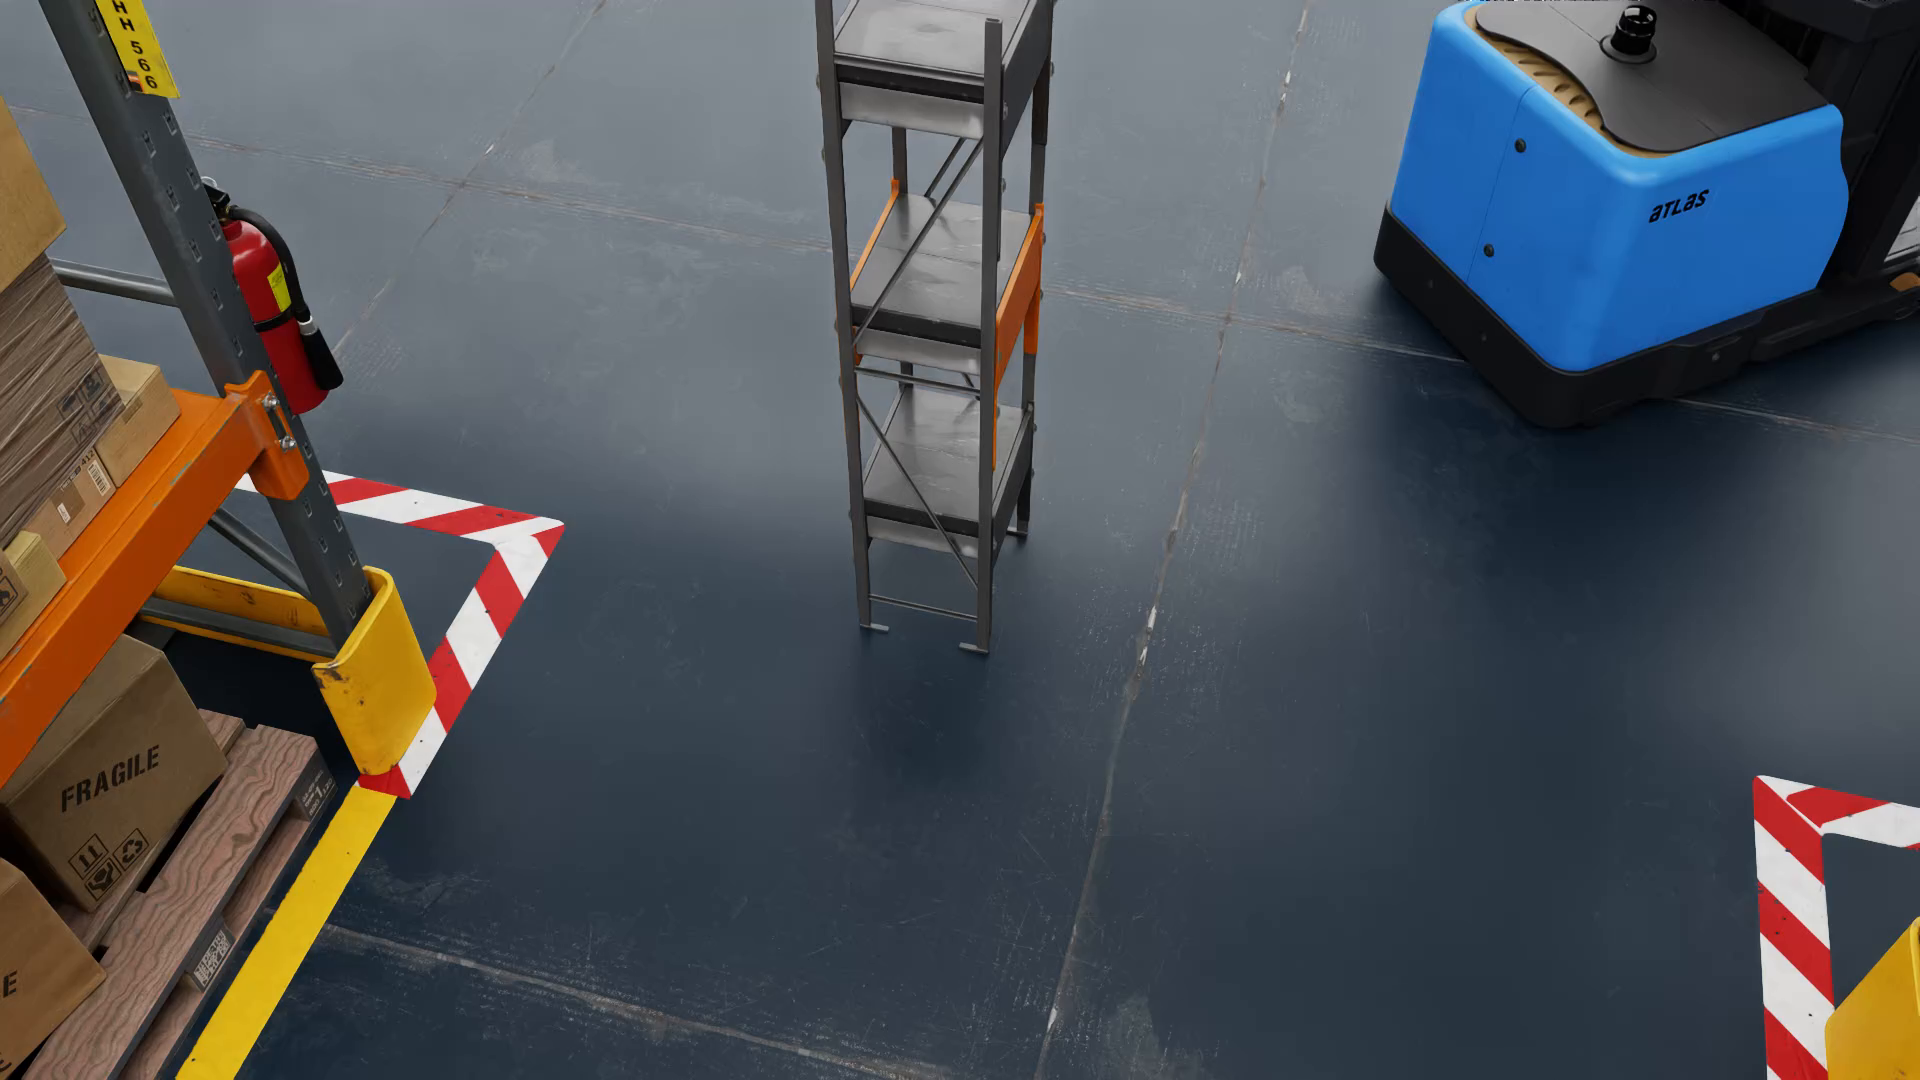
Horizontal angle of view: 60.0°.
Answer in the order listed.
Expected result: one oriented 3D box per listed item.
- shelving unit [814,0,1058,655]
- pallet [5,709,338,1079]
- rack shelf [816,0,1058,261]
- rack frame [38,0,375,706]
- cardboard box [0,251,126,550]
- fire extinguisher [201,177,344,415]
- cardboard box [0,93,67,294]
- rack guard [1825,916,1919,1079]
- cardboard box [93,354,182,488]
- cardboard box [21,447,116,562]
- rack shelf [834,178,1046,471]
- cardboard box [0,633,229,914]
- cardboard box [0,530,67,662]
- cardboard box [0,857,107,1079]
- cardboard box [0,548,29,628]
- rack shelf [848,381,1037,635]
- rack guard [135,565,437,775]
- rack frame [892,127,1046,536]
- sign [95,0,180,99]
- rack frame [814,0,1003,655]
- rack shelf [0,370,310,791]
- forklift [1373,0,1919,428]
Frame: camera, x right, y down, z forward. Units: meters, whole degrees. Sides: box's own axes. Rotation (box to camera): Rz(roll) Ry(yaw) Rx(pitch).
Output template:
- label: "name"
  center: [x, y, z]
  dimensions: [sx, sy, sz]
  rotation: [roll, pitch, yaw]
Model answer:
- label: "shelving unit"
  center: [-0.044, -0.575, 4.357]
  dimensions: [0.431, 2.100, 0.503]
  rotation: [12, 50, 10]
- label: "pallet"
  center: [-2.367, 0.943, 4.277]
  dimensions: [1.003, 0.211, 1.213]
  rotation: [12, 50, 10]
- label: "rack shelf"
  center: [-0.044, -1.029, 3.842]
  dimensions: [0.431, 0.518, 0.480]
  rotation: [12, 50, 10]
- label: "rack frame"
  center: [-2.099, -0.615, 3.792]
  dimensions: [1.000, 3.000, 0.127]
  rotation: [12, 50, 10]
- label: "cardboard box"
  center: [-2.271, -0.354, 3.297]
  dimensions: [0.875, 0.500, 0.500]
  rotation: [12, 50, 10]
- label: "fire extinguisher"
  center: [-1.625, -0.581, 3.814]
  dimensions: [0.296, 0.674, 0.183]
  rotation: [12, 50, 10]
- label: "cardboard box"
  center: [-2.006, -0.631, 2.874]
  dimensions: [0.500, 0.500, 0.500]
  rotation: [12, 50, 10]
- label: "rack guard"
  center: [2.704, 1.254, 3.810]
  dimensions: [1.175, 0.500, 0.348]
  rotation: [12, 50, 10]
- label: "cardboard box"
  center: [-1.975, -0.285, 3.668]
  dimensions: [0.380, 0.149, 0.250]
  rotation: [12, 50, 10]
- label: "cardboard box"
  center: [-2.042, -0.104, 3.509]
  dimensions: [0.380, 0.149, 0.250]
  rotation: [12, 50, 10]
- label: "rack shelf"
  center: [-0.044, -0.566, 4.367]
  dimensions: [0.431, 0.518, 0.480]
  rotation: [12, 50, 10]
- label: "cardboard box"
  center: [-2.280, 0.522, 4.176]
  dimensions: [0.500, 0.500, 0.500]
  rotation: [20, 52, 17]
- label: "cardboard box"
  center: [-2.058, 0.087, 3.340]
  dimensions: [0.380, 0.149, 0.250]
  rotation: [12, 50, 10]
- label: "cardboard box"
  center: [-2.404, 0.961, 3.788]
  dimensions: [0.500, 0.500, 0.500]
  rotation: [24, 53, 20]
- label: "cardboard box"
  center: [-2.286, 0.031, 2.957]
  dimensions: [0.875, 0.500, 0.500]
  rotation: [12, 50, 10]
- label: "rack shelf"
  center: [-0.044, -0.103, 4.892]
  dimensions: [0.431, 0.518, 0.480]
  rotation: [12, 50, 10]
- label: "rack guard"
  center: [-2.119, 0.267, 4.681]
  dimensions: [1.175, 0.500, 0.348]
  rotation: [12, 50, 10]
- label: "rack frame"
  center: [0.021, -0.752, 4.513]
  dimensions: [0.400, 2.100, 0.015]
  rotation: [12, 50, 10]
- label: "sign"
  center: [-1.569, -0.979, 3.130]
  dimensions: [0.100, 0.325, 0.005]
  rotation: [12, 50, 10]
- label: "rack frame"
  center: [-0.108, -0.399, 4.201]
  dimensions: [0.400, 2.100, 0.015]
  rotation: [12, 50, 10]
- label: "rack shelf"
  center: [-2.626, 1.070, 2.785]
  dimensions: [1.077, 0.370, 4.000]
  rotation: [12, 50, 10]
- label: "forklift"
  center: [3.064, -2.099, 5.147]
  dimensions: [3.031, 2.935, 1.130]
  rotation: [-19, 51, -16]
